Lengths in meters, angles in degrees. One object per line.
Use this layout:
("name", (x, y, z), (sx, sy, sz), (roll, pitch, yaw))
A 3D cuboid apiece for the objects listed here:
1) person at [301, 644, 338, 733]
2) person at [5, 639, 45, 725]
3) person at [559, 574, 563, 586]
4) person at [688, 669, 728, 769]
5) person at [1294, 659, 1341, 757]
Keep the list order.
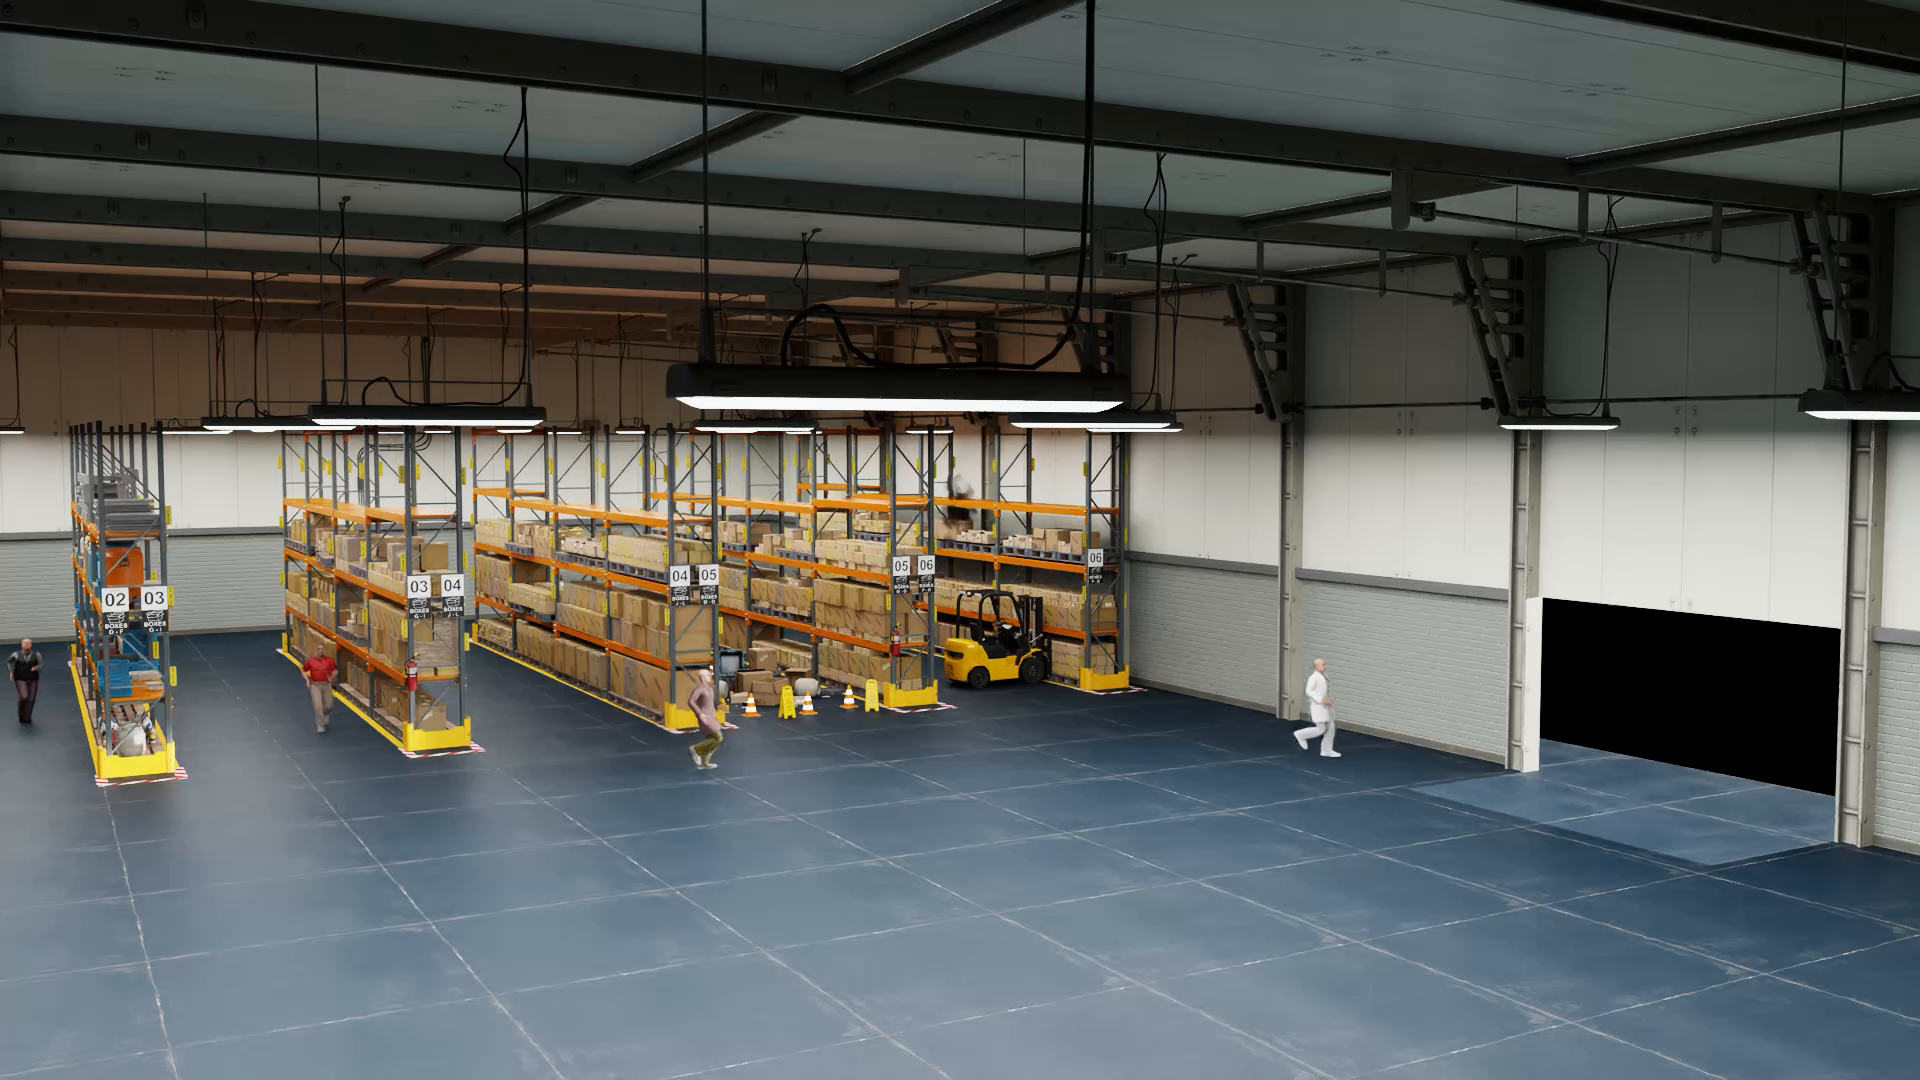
("person", (-12.481, 2.873, 32.446), (0.672, 1.683, 0.779), (-2, 4, -27))
("person", (-18.576, 2.817, 33.103), (0.644, 1.698, 0.642), (-3, 5, -41))
("person", (-11.876, 1.809, 49.245), (0.938, 1.686, 0.606), (-2, 4, -29))
("person", (-4.320, 3.093, 28.618), (0.624, 1.735, 0.713), (0, 4, 6))
("person", (6.436, 3.001, 29.809), (0.865, 1.745, 0.726), (2, 4, 35))
